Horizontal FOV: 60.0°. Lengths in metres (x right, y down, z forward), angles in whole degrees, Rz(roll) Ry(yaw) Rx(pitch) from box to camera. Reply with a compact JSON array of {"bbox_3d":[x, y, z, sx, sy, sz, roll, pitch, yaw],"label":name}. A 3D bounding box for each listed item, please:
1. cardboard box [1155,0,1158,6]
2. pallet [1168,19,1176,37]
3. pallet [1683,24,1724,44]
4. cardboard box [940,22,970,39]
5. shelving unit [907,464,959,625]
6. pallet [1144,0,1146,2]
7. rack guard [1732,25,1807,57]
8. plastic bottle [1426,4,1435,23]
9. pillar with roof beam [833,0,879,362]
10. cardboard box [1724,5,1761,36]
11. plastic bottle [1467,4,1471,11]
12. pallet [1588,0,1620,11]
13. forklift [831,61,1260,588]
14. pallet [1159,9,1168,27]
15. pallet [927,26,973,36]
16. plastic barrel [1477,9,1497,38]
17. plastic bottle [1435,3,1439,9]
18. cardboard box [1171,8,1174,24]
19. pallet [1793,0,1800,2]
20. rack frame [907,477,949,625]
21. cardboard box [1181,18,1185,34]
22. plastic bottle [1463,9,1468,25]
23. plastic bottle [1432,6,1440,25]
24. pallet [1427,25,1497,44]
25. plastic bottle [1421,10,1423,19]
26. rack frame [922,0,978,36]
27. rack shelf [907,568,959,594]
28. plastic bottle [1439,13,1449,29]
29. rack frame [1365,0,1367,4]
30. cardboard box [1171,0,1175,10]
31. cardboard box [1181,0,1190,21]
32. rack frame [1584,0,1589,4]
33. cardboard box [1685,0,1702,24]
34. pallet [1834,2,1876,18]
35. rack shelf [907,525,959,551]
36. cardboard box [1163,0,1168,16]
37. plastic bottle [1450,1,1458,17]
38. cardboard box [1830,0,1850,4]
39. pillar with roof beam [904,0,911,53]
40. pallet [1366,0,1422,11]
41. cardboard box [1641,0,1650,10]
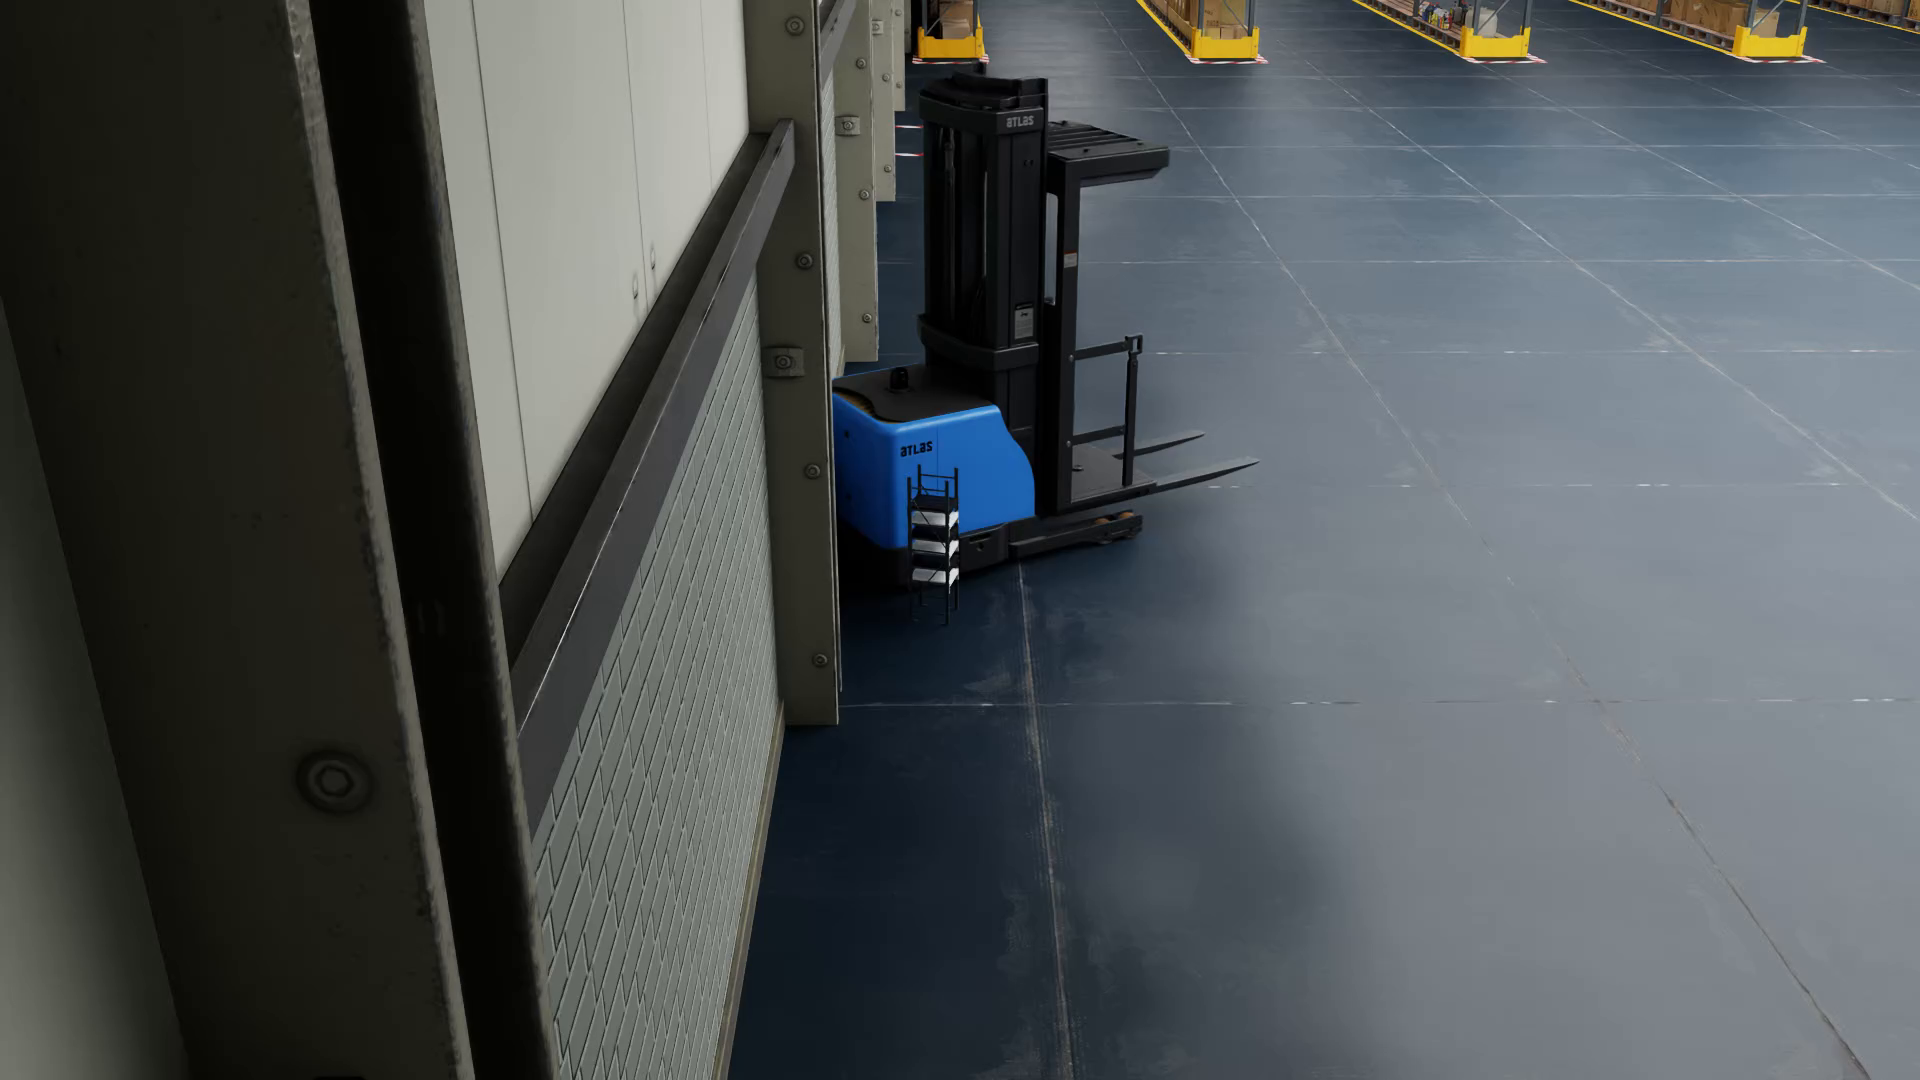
[{"bbox_3d":[4.421,-11.503,35.371,0.500,0.250,0.500,0,24,1],"label":"cardboard box"},{"bbox_3d":[4.696,-10.168,32.975,1.003,0.211,1.213,0,24,-1],"label":"pallet"},{"bbox_3d":[14.694,-9.758,32.069,1.003,0.211,1.213,0,24,-1],"label":"pallet"},{"bbox_3d":[-0.098,-9.355,30.523,0.500,0.311,0.500,-3,25,-7],"label":"cardboard box"},{"bbox_3d":[-0.153,0.029,9.593,0.258,0.900,0.210,6,25,14],"label":"shelving unit"},{"bbox_3d":[4.715,-12.452,38.025,1.003,0.211,1.213,0,24,-1],"label":"pallet"},{"bbox_3d":[14.678,-9.053,30.160,1.175,0.500,0.348,0,24,-1],"label":"rack guard"},{"bbox_3d":[9.278,-10.368,32.715,0.144,0.351,0.185,-1,24,-3],"label":"plastic bottle"},{"bbox_3d":[3.448,-5.714,12.464,9.100,9.000,0.400,0,24,-1],"label":"pillar with roof beam"},{"bbox_3d":[14.648,-9.717,31.118,0.500,0.500,0.500,6,25,13],"label":"cardboard box"},{"bbox_3d":[9.983,-10.304,32.573,0.144,0.351,0.185,0,24,-1],"label":"plastic bottle"},{"bbox_3d":[14.598,-11.865,36.727,1.003,0.211,1.213,0,24,-1],"label":"pallet"},{"bbox_3d":[0.593,-1.480,10.465,3.031,2.935,1.130,-14,28,-28],"label":"forklift"},{"bbox_3d":[4.682,-10.799,34.371,1.003,0.211,1.213,0,24,-1],"label":"pallet"},{"bbox_3d":[-0.165,-9.691,31.921,1.003,0.211,1.213,0,24,-1],"label":"pallet"},{"bbox_3d":[9.642,-9.467,30.552,0.421,0.512,0.421,0,24,0],"label":"plastic barrel"},{"bbox_3d":[9.420,-10.446,32.888,0.144,0.351,0.185,0,24,-1],"label":"plastic bottle"},{"bbox_3d":[4.431,-10.306,32.724,0.500,0.250,0.500,0,24,-1],"label":"cardboard box"},{"bbox_3d":[19.545,-12.489,38.108,1.003,0.211,1.213,0,24,-1],"label":"pallet"},{"bbox_3d":[-0.180,0.070,9.504,0.240,0.900,0.006,6,25,14],"label":"rack frame"},{"bbox_3d":[4.447,-9.688,31.358,0.500,0.250,0.500,0,24,-1],"label":"cardboard box"},{"bbox_3d":[9.874,-10.206,32.437,0.061,0.283,0.133,0,24,-1],"label":"plastic bottle"},{"bbox_3d":[9.283,-10.193,32.327,0.144,0.351,0.185,0,24,-1],"label":"plastic bottle"},{"bbox_3d":[9.664,-9.735,32.019,1.003,0.211,1.213,0,24,-1],"label":"pallet"},{"bbox_3d":[9.249,-10.495,33.177,0.097,0.201,0.097,0,24,0],"label":"plastic bottle"},{"bbox_3d":[-0.181,-10.094,29.428,1.000,3.000,0.127,0,24,-1],"label":"rack frame"},{"bbox_3d":[-0.153,0.224,9.681,0.258,0.077,0.200,6,25,14],"label":"rack shelf"},{"bbox_3d":[9.292,-9.957,31.896,0.152,0.276,0.135,0,24,0],"label":"plastic bottle"},{"bbox_3d":[9.638,-13.435,36.815,1.000,3.000,0.127,0,24,-1],"label":"rack frame"},{"bbox_3d":[4.434,-10.648,32.570,0.500,0.500,0.500,0,24,-1],"label":"cardboard box"},{"bbox_3d":[4.444,-10.030,31.203,0.500,0.500,0.500,0,24,-1],"label":"cardboard box"},{"bbox_3d":[14.591,-13.457,36.865,1.000,3.000,0.127,0,24,-1],"label":"rack frame"},{"bbox_3d":[14.613,-10.460,32.762,0.500,0.500,0.500,8,25,16],"label":"cardboard box"},{"bbox_3d":[19.496,-11.341,35.569,1.003,0.211,1.213,0,24,-1],"label":"pallet"},{"bbox_3d":[-0.153,-0.022,9.570,0.258,0.077,0.200,6,25,14],"label":"rack shelf"},{"bbox_3d":[4.435,-10.874,33.980,0.500,0.250,0.500,0,24,-1],"label":"cardboard box"},{"bbox_3d":[9.833,-10.516,33.041,0.144,0.351,0.185,0,24,-1],"label":"plastic bottle"},{"bbox_3d":[19.481,-11.993,35.847,1.050,0.750,0.750,0,24,0],"label":"cardboard box"},{"bbox_3d":[3.251,-13.131,28.864,9.100,9.000,0.400,0,24,-1],"label":"pillar with roof beam"},{"bbox_3d":[9.608,-11.845,36.684,1.003,0.211,1.213,0,24,-1],"label":"pallet"},{"bbox_3d":[14.663,-11.320,34.639,0.700,0.500,0.500,0,24,-1],"label":"cardboard box"}]
